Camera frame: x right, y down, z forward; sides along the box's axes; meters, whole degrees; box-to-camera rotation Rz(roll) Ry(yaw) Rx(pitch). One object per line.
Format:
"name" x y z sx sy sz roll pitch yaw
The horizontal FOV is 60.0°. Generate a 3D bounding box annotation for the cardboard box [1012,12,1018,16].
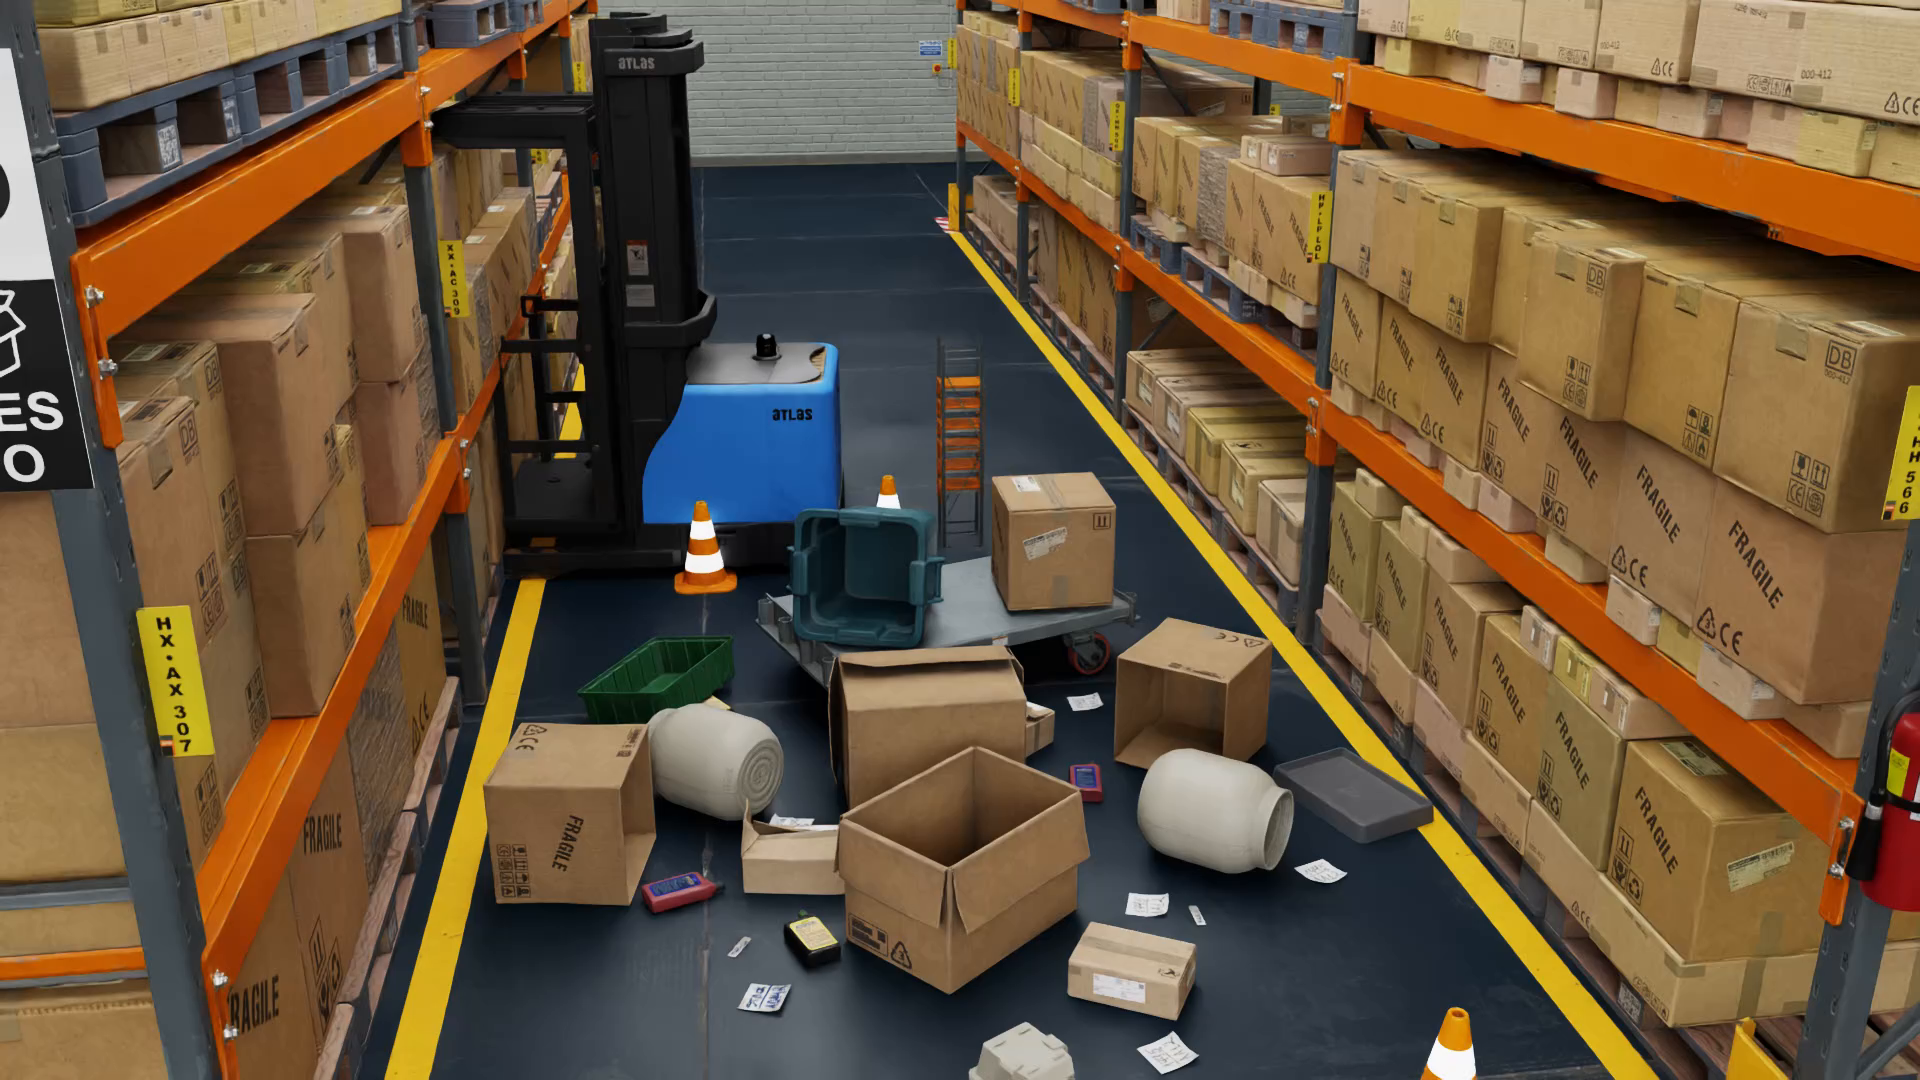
"cardboard box" 0.774 -5.690 18.164 0.380 0.149 0.250 -3 21 -7

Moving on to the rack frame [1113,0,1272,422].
"rack frame" 1.617 -2.302 11.591 1.000 3.000 0.127 -3 21 -8

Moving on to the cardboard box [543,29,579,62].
"cardboard box" -3.758 -4.404 15.223 0.500 0.500 0.500 -4 21 -9

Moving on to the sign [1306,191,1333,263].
"sign" 1.644 -1.430 7.603 0.100 0.325 0.005 -3 21 -8

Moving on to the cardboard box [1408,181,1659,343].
"cardboard box" 2.140 -1.055 6.256 0.700 0.500 0.500 -3 21 -9

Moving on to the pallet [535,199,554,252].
"pallet" -3.475 -2.168 11.509 1.213 0.211 1.003 -3 21 -8

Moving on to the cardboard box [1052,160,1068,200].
"cardboard box" 1.039 -2.920 13.461 0.500 0.250 0.500 -3 21 -9

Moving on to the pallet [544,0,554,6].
"pallet" -3.708 -4.141 12.498 1.213 0.211 1.003 -3 21 -8

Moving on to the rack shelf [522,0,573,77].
"rack shelf" -3.556 -3.778 12.284 1.077 0.370 4.000 -3 21 -8

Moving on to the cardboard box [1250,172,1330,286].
"cardboard box" 1.827 -1.620 8.597 0.500 0.500 0.500 -3 21 -7

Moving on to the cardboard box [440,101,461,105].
"cardboard box" -4.242 -3.600 13.976 0.380 0.149 0.250 -2 21 -5

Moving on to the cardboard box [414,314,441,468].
"cardboard box" -2.626 -0.575 6.755 0.875 0.550 0.550 -3 21 -8

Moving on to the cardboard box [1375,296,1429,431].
"cardboard box" 2.076 -0.764 6.906 0.500 0.500 0.500 -3 21 -8

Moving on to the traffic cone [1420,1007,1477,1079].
"traffic cone" 1.431 1.573 4.844 0.336 0.463 0.334 -3 21 -8

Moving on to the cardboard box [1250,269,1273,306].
"cardboard box" 1.753 -1.340 8.775 0.380 0.149 0.250 -3 21 -9

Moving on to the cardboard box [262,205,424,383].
"cardboard box" -2.477 -0.894 6.065 0.875 0.550 0.550 -3 21 -8

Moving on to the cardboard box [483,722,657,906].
"cardboard box" -1.451 1.023 6.258 0.500 0.500 0.500 1 20 2

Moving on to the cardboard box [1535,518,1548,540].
"cardboard box" 2.303 -0.063 5.957 0.380 0.149 0.250 -3 21 -8

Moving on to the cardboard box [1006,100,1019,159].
"cardboard box" 0.720 -3.881 15.677 0.500 0.500 0.500 -3 21 -7

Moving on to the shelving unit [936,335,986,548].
"shelving unit" 0.002 -0.557 9.493 0.258 1.200 0.189 -3 21 -8

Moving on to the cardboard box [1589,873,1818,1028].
"cardboard box" 2.383 1.285 5.318 0.500 0.250 0.500 -3 21 -8

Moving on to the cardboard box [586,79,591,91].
"cardboard box" -3.781 -4.119 15.890 0.500 0.500 0.500 -3 21 -9

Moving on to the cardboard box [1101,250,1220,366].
"cardboard box" 1.599 -1.746 12.541 0.875 0.875 0.875 -3 21 -8

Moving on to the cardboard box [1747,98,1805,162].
"cardboard box" 2.369 -1.107 4.465 0.380 0.149 0.250 -2 21 -6

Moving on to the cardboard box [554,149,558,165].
"cardboard box" -3.519 -3.177 13.694 0.380 0.149 0.250 -3 21 -8

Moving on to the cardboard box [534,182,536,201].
"cardboard box" -3.210 -2.447 11.741 0.380 0.149 0.250 -2 21 -5

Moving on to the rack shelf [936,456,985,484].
"rack shelf" 0.002 -0.403 9.550 0.258 0.103 0.180 -3 21 -8

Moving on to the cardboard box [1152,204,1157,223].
"cardboard box" 1.487 -2.159 10.969 0.380 0.149 0.250 -4 21 -11

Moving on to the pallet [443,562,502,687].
"pallet" -2.876 0.411 8.314 1.003 0.211 1.213 -3 21 -8

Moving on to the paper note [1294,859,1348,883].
"paper note" 1.371 1.255 6.313 0.142 0.019 0.148 -11 23 -26

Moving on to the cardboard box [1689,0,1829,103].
"cardboard box" 2.371 -1.345 4.531 0.500 0.250 0.500 -3 21 -8

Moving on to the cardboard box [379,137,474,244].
"cardboard box" -2.988 -1.847 8.802 0.700 0.500 0.500 -3 21 -8

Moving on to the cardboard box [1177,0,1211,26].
"cardboard box" 1.743 -3.425 10.169 0.700 0.500 0.500 -3 21 -8

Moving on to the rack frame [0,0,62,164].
"rack frame" -2.114 -2.058 2.364 1.000 3.000 0.127 -3 21 -8

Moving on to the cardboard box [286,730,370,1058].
"cardboard box" -2.406 1.015 5.147 0.875 0.875 0.875 -3 21 -9

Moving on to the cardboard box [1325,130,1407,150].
"cardboard box" 2.217 -2.155 9.104 0.380 0.149 0.250 -2 21 -5

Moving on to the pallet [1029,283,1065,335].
"pallet" 1.226 -2.117 15.082 1.003 0.211 1.213 -3 21 -8

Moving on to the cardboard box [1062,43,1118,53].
"cardboard box" 1.211 -4.379 15.581 0.500 0.500 0.500 -3 21 -7

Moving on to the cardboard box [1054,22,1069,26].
"cardboard box" 1.135 -4.985 16.277 0.380 0.149 0.250 -4 21 -9

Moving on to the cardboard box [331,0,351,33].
"cardboard box" -2.175 -1.702 5.314 0.380 0.149 0.250 -3 21 -7

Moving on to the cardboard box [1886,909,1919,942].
"cardboard box" 2.923 0.907 5.259 0.500 0.500 0.500 -4 21 -10

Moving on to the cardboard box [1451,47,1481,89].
"cardboard box" 2.120 -1.822 6.378 0.380 0.149 0.250 -2 21 -6

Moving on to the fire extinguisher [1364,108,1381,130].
"fire extinguisher" 4.896 -5.140 19.834 0.296 0.674 0.183 -3 21 -8

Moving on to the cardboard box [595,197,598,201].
"cardboard box" -3.976 -3.490 17.398 0.380 0.149 0.250 -4 21 -10

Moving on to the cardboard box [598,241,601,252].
"cardboard box" -3.881 -3.031 17.018 0.380 0.149 0.250 -3 21 -7

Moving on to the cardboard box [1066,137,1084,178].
"cardboard box" 1.124 -2.974 12.892 0.500 0.250 0.500 -3 21 -9

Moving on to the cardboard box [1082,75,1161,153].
"cardboard box" 1.201 -3.160 12.318 0.500 0.500 0.500 -3 21 -7

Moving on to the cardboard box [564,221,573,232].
"cardboard box" -3.486 -2.534 14.114 0.500 0.250 0.500 -3 21 -9

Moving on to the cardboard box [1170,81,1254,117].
"cardboard box" 1.787 -3.000 11.889 0.500 0.500 0.500 -4 21 -10

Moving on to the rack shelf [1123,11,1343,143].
"rack shelf" 1.905 -2.677 9.339 1.077 0.370 4.000 -3 21 -8

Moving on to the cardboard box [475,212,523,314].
"cardboard box" -2.794 -1.576 9.505 0.500 0.500 0.500 -3 21 -9

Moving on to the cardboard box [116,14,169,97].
"cardboard box" -1.884 -1.001 3.439 0.380 0.149 0.250 -3 21 -7

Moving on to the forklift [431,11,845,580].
"forklift" -2.196 -1.344 9.125 3.031 2.935 1.130 -1 20 -2

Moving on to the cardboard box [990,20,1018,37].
"cardboard box" 0.509 -5.126 16.656 0.380 0.149 0.250 -3 21 -8

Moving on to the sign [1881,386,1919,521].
"sign" 2.218 -0.201 3.861 0.100 0.325 0.005 -3 21 -8

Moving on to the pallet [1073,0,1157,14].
"pallet" 1.471 -3.839 11.689 1.213 0.211 1.003 -2 21 -5

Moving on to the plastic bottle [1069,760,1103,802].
"plastic bottle" 0.523 1.001 6.948 0.133 0.061 0.283 1 20 2
